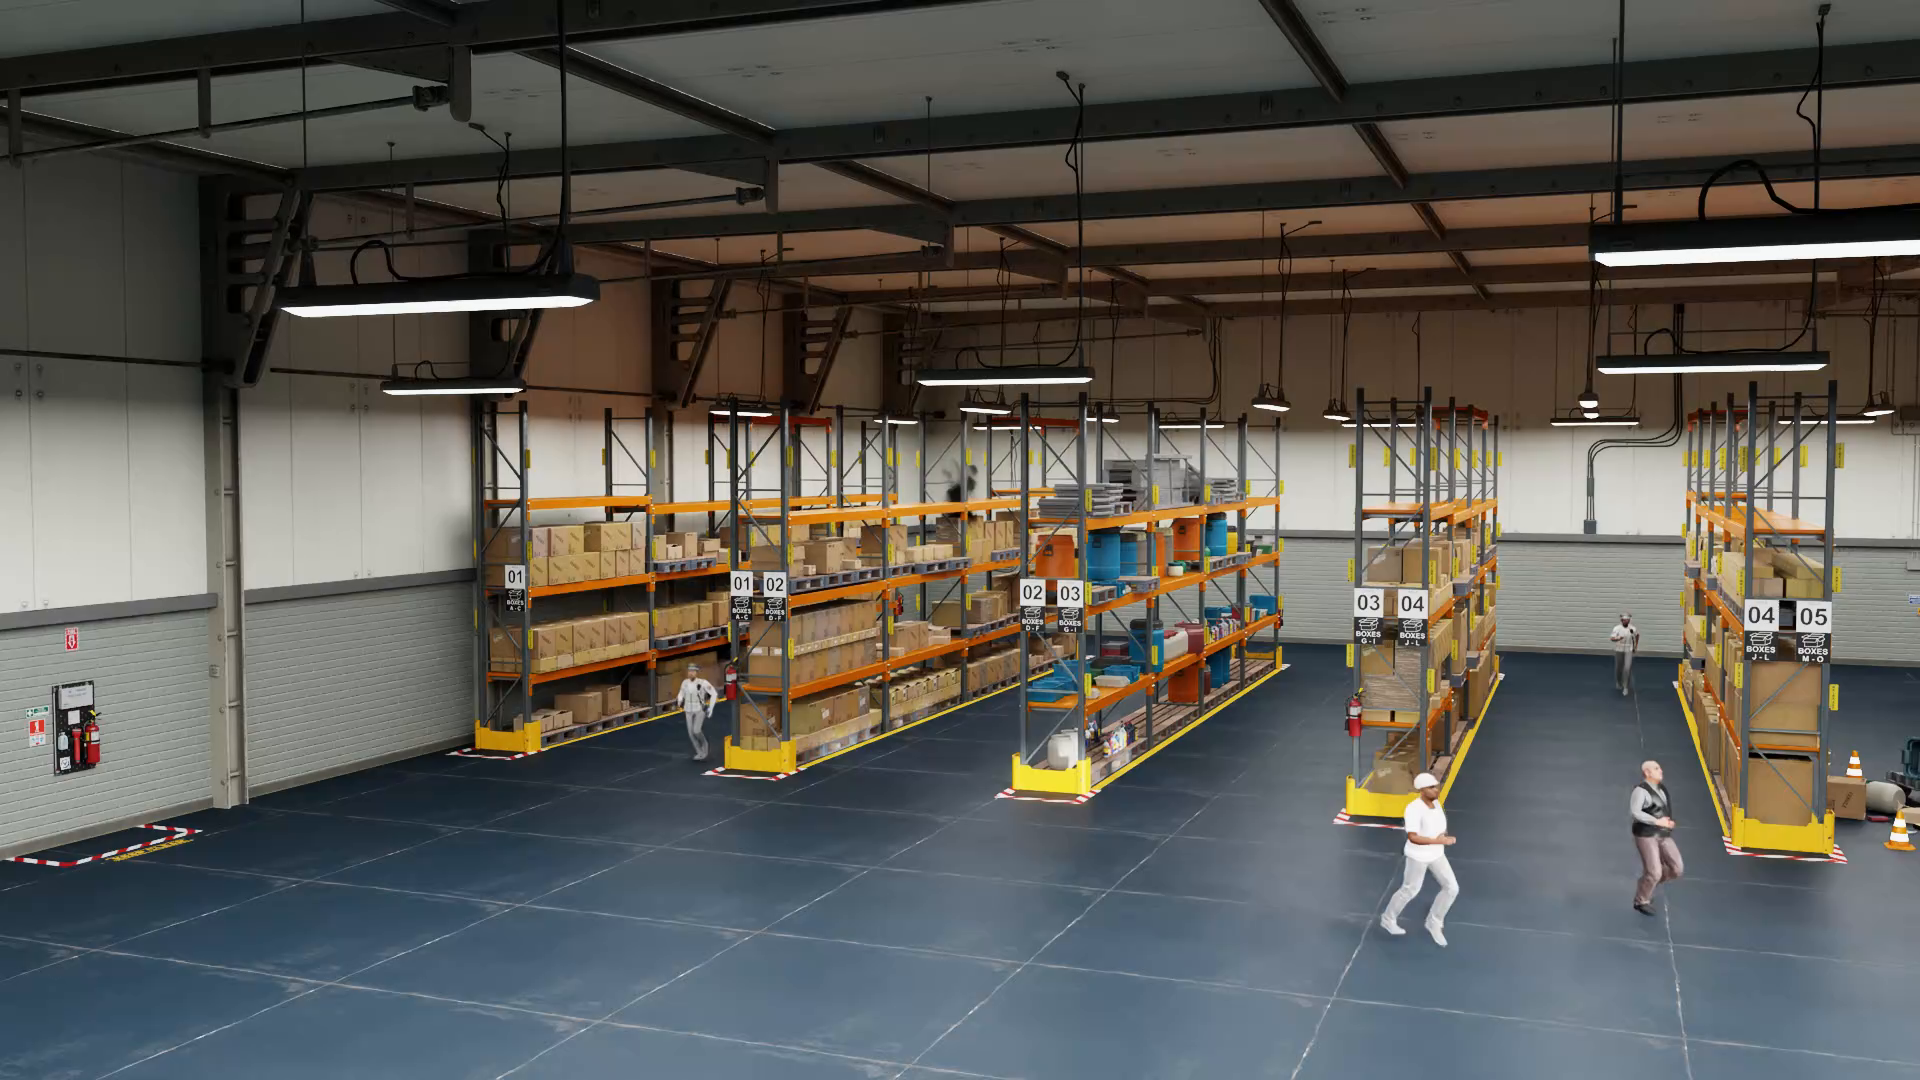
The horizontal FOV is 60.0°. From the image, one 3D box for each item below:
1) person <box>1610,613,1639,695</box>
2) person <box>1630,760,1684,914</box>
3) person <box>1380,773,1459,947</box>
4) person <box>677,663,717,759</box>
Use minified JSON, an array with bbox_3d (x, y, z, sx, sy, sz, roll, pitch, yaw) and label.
[{"bbox_3d":[14.181,2.401,35.499,0.568,1.709,0.907,1,3,23],"label":"person"},{"bbox_3d":[7.643,3.265,18.240,0.708,1.692,0.555,-2,3,-35],"label":"person"},{"bbox_3d":[4.798,3.288,17.184,0.705,1.794,0.864,-2,3,-37],"label":"person"},{"bbox_3d":[-4.380,2.831,27.435,0.642,1.631,0.632,1,3,17],"label":"person"}]
